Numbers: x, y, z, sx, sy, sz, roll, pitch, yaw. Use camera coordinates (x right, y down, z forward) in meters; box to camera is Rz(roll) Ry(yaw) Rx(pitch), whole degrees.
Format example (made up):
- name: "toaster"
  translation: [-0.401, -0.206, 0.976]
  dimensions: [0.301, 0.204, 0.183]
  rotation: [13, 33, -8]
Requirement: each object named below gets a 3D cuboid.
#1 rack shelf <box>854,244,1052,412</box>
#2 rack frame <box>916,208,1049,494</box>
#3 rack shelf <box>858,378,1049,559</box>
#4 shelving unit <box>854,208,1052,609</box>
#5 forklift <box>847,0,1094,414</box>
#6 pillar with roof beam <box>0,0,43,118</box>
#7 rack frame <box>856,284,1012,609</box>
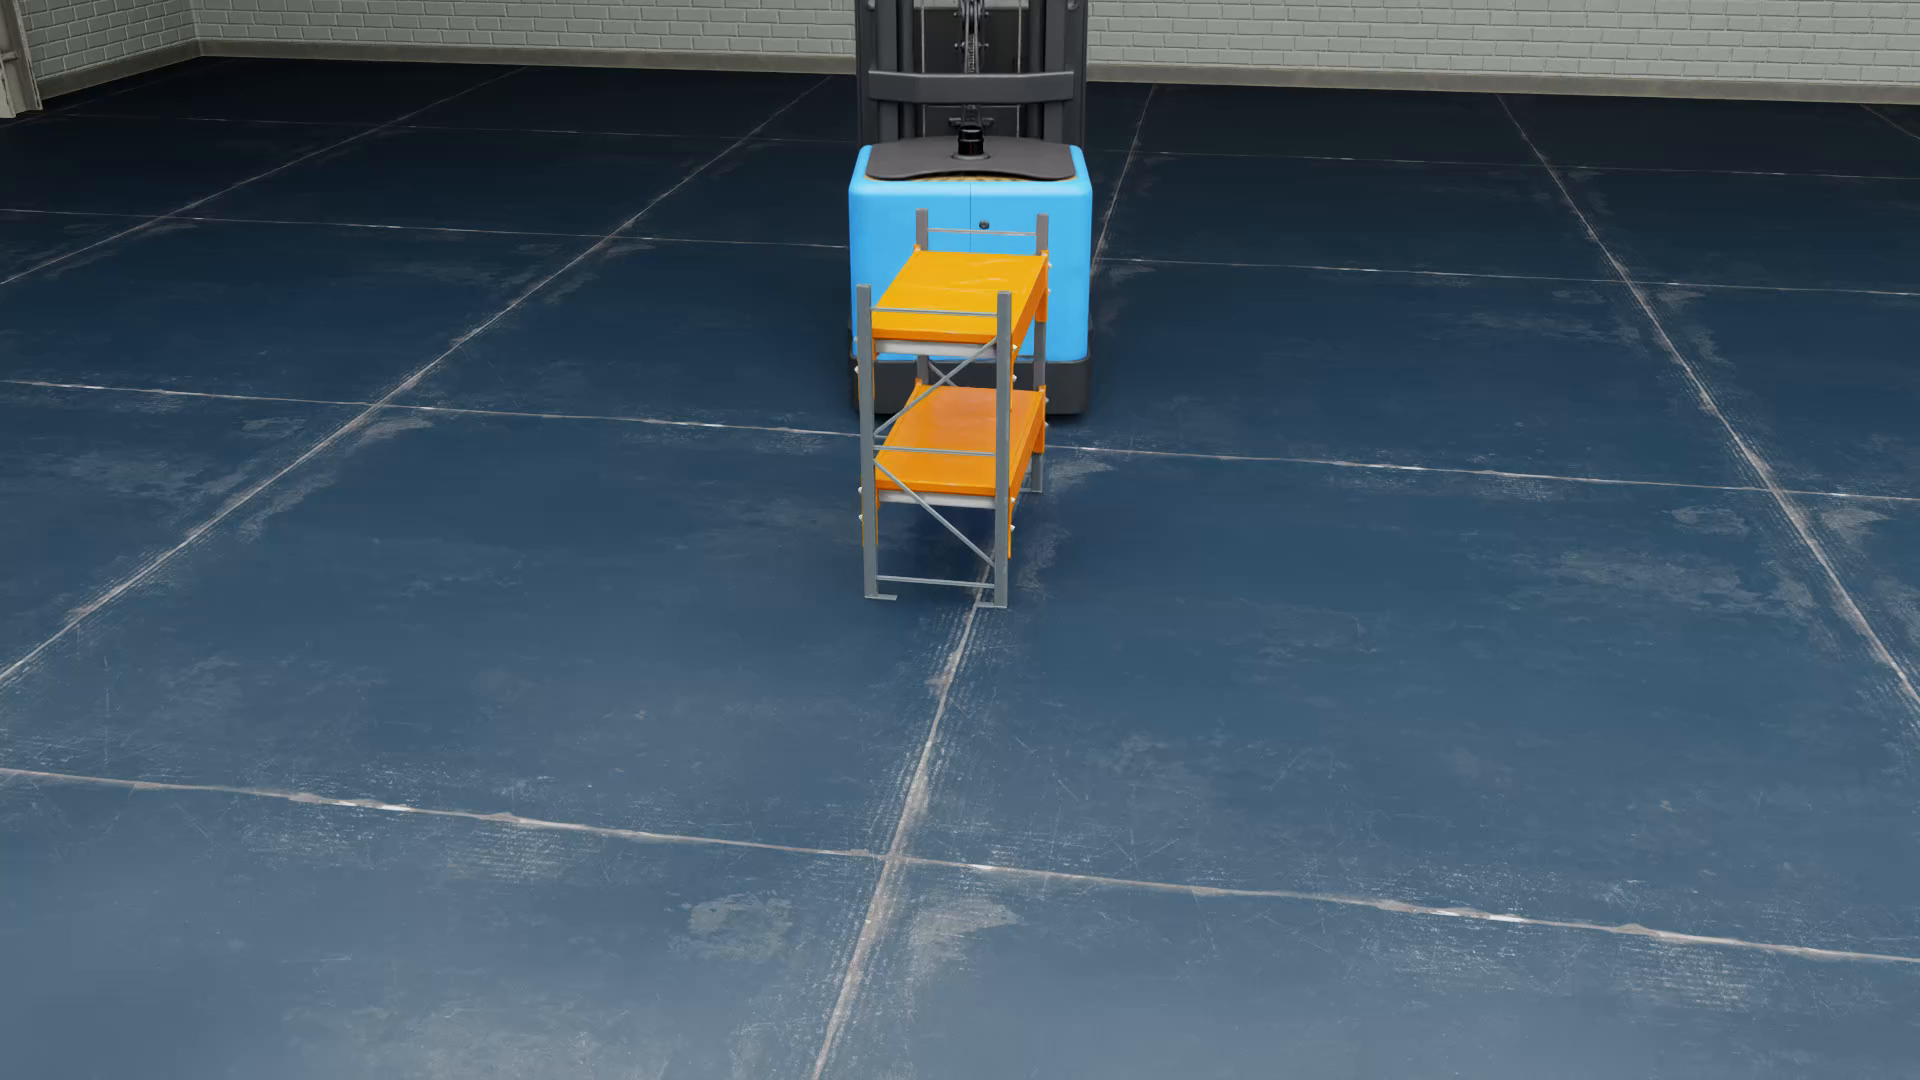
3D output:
- name: "rack shelf"
  translation: [-0.001, -0.772, 5.881]
  dimensions: [0.538, 0.278, 1.000]
  rotation: [4, 25, 9]
- name: "rack frame"
  translation: [0.082, -0.719, 6.460]
  dimensions: [0.500, 1.125, 0.032]
  rotation: [4, 25, 9]
- name: "rack shelf"
  translation: [-0.001, -0.285, 6.109]
  dimensions: [0.538, 0.278, 1.000]
  rotation: [4, 25, 9]
- name: "shelving unit"
  translation: [-0.001, -0.507, 6.005]
  dimensions: [0.538, 1.125, 1.048]
  rotation: [4, 25, 9]
- name: "forklift"
  translation: [0.055, -2.453, 8.033]
  dimensions: [1.130, 2.935, 3.031]
  rotation: [0, 25, 0]
- name: "pillar with roof beam"
  translation: [-3.660, -7.339, 11.313]
  dimensions: [9.100, 9.000, 0.400]
  rotation: [4, 25, 9]
- name: "rack frame"
  translation: [-0.084, -0.294, 5.551]
  dimensions: [0.500, 1.125, 0.032]
  rotation: [4, 25, 9]
